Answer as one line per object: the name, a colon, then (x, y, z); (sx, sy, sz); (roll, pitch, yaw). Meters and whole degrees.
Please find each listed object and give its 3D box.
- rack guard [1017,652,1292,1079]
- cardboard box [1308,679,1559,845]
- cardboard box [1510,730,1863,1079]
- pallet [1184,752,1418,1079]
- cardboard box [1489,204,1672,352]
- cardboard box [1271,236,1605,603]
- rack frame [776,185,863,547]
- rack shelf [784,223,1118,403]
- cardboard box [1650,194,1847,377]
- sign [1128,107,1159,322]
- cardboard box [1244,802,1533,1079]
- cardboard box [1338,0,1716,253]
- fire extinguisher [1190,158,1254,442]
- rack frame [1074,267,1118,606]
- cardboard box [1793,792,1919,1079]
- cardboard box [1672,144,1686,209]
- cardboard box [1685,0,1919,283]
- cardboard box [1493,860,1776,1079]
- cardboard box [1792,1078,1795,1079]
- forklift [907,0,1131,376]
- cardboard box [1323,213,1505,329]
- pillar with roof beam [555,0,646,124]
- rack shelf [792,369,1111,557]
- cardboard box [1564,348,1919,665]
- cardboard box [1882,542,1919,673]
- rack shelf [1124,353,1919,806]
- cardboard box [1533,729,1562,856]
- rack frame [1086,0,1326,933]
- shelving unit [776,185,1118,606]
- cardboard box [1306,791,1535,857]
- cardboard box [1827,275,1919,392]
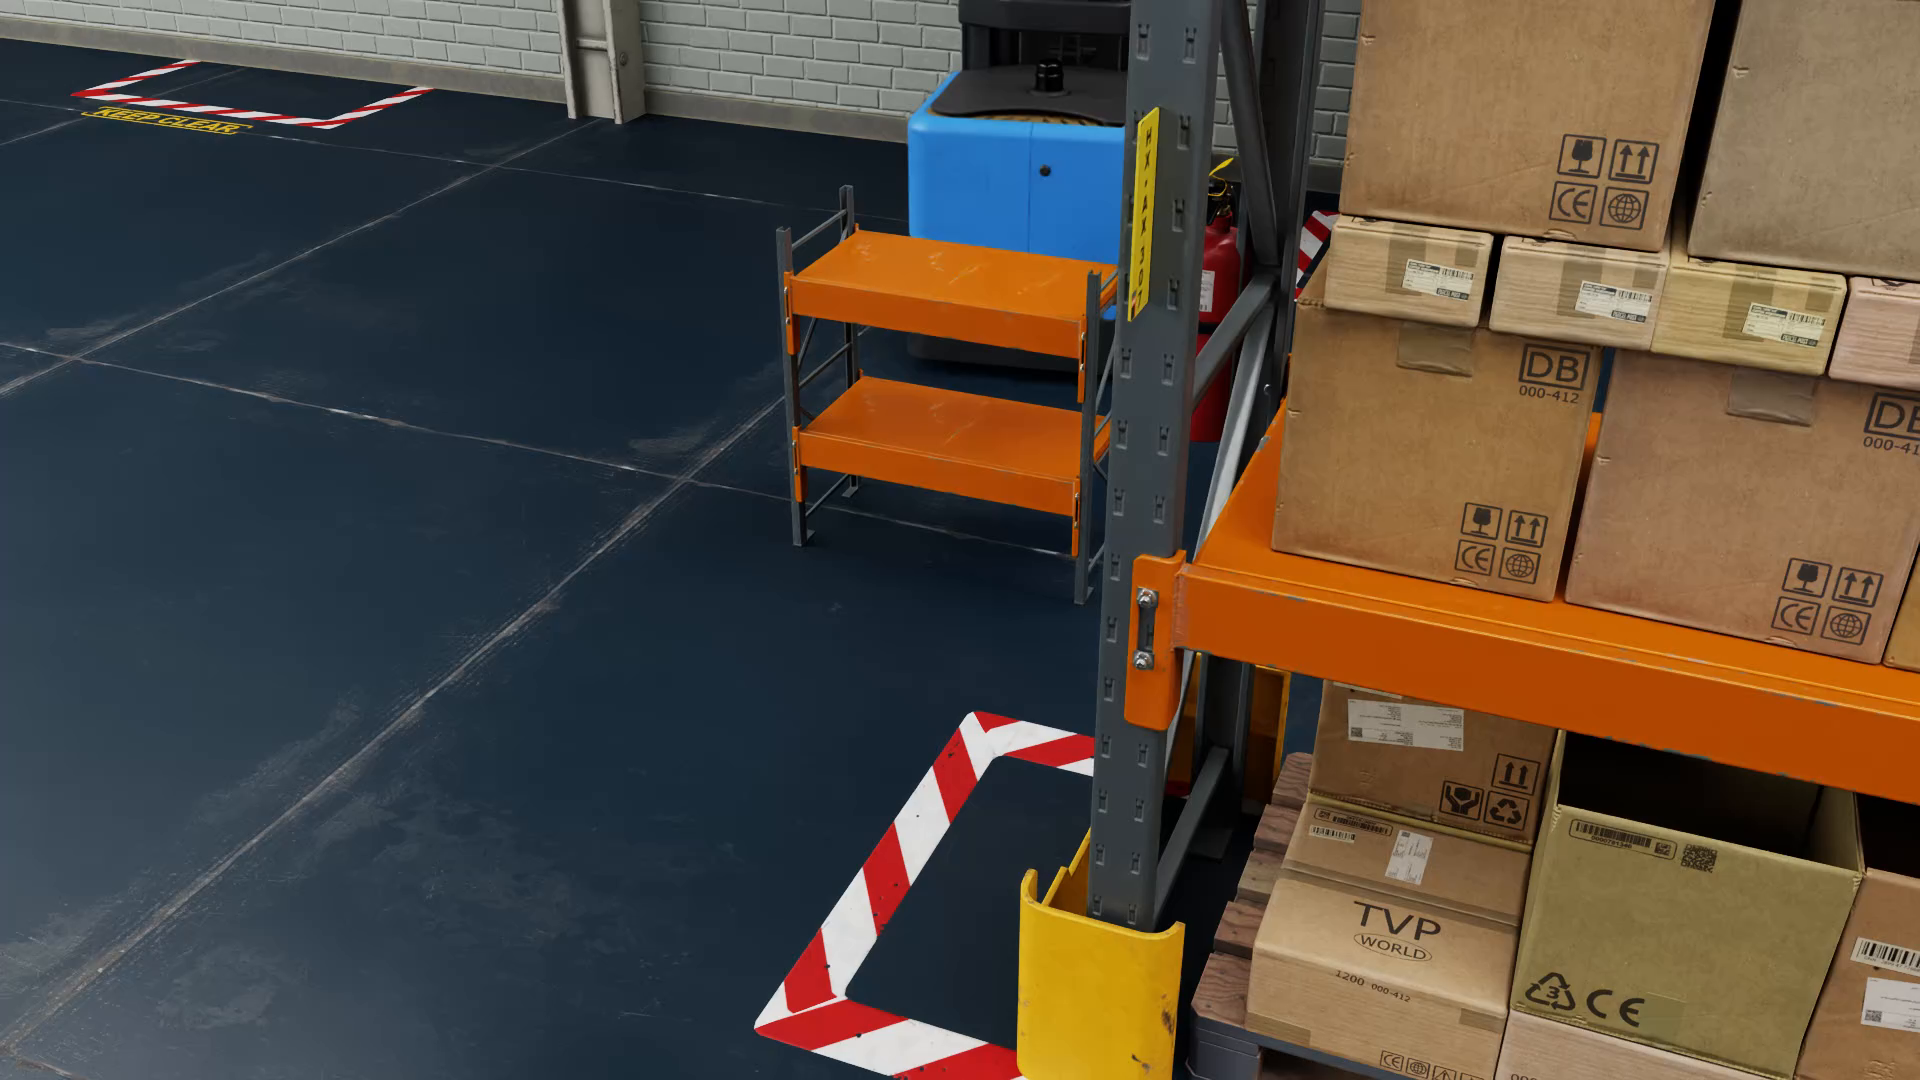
rack guard: (0.485, 0.726, 3.957); (0.348, 0.500, 1.175); (11, 31, 19)
cardboard box: (1.116, 0.294, 3.788); (0.500, 0.500, 0.500); (11, 31, 19)
cardboard box: (1.384, 0.622, 3.206); (0.500, 0.500, 0.500); (11, 31, 19)
pallet: (1.231, 0.979, 3.804); (1.213, 0.211, 1.003); (11, 31, 19)
cardboard box: (1.035, -0.465, 2.764); (0.250, 0.149, 0.380); (10, 31, 18)
cardboard box: (0.935, -0.309, 3.147); (0.500, 0.500, 0.700); (11, 31, 19)
rack frame: (-0.465, -0.582, 5.637); (0.032, 1.125, 0.500); (11, 31, 19)
rack shelf: (0.006, -0.743, 5.327); (1.000, 0.278, 0.538); (11, 31, 19)
cardboard box: (1.266, -0.418, 2.681); (0.250, 0.149, 0.380); (11, 31, 19)
sign: (0.293, -0.517, 2.656); (0.005, 0.325, 0.100); (11, 31, 19)
cardboard box: (0.920, 0.857, 3.553); (0.500, 0.250, 0.500); (11, 31, 19)
cardboard box: (0.984, -0.864, 2.810); (0.500, 0.500, 0.700); (11, 31, 19)
fire extinguisher: (0.572, -0.558, 3.767); (0.183, 0.674, 0.296); (11, 31, 19)
rack frame: (0.477, -0.394, 5.305); (0.032, 1.125, 0.500); (11, 31, 19)
cardboard box: (1.853, 0.709, 3.053); (0.500, 0.500, 0.500); (11, 31, 19)
cardboard box: (1.413, -0.605, 3.011); (0.250, 0.149, 0.380); (11, 31, 18)
cardboard box: (1.473, -0.769, 2.642); (0.500, 0.500, 0.700); (10, 31, 18)
cardboard box: (1.385, 0.948, 3.392); (0.500, 0.250, 0.500); (11, 31, 19)
cardboard box: (1.848, 1.041, 3.228); (0.500, 0.250, 0.500); (11, 31, 19)
forklift: (0.603, -2.648, 7.455); (1.130, 2.935, 3.031); (6, 30, 11)
cardboard box: (0.790, -0.513, 2.848); (0.250, 0.149, 0.380); (11, 31, 19)
pillar with roof beam: (-3.838, -4.641, 4.815); (0.400, 9.000, 9.100); (11, 31, 19)
rack shelf: (0.006, -0.276, 5.591); (1.000, 0.278, 0.538); (11, 31, 19)
cardboard box: (1.423, -0.214, 2.979); (0.500, 0.500, 0.700); (12, 32, 20)
cardboard box: (1.881, -0.120, 2.812); (0.500, 0.500, 0.700); (12, 31, 19)
rack shelf: (2.360, 0.325, 2.857); (4.000, 0.370, 1.077); (11, 31, 19)
cardboard box: (1.583, 0.708, 3.817); (0.500, 0.250, 0.500); (11, 31, 19)
rack frame: (0.507, -0.358, 3.334); (0.127, 3.000, 1.000); (11, 31, 19)
shelving unit: (0.006, -0.488, 5.471); (1.048, 1.125, 0.538); (11, 31, 19)
cardboard box: (1.115, 0.621, 3.971); (0.500, 0.250, 0.500); (11, 31, 19)
cardboard box: (1.499, -0.371, 2.597); (0.250, 0.149, 0.380); (11, 31, 18)
